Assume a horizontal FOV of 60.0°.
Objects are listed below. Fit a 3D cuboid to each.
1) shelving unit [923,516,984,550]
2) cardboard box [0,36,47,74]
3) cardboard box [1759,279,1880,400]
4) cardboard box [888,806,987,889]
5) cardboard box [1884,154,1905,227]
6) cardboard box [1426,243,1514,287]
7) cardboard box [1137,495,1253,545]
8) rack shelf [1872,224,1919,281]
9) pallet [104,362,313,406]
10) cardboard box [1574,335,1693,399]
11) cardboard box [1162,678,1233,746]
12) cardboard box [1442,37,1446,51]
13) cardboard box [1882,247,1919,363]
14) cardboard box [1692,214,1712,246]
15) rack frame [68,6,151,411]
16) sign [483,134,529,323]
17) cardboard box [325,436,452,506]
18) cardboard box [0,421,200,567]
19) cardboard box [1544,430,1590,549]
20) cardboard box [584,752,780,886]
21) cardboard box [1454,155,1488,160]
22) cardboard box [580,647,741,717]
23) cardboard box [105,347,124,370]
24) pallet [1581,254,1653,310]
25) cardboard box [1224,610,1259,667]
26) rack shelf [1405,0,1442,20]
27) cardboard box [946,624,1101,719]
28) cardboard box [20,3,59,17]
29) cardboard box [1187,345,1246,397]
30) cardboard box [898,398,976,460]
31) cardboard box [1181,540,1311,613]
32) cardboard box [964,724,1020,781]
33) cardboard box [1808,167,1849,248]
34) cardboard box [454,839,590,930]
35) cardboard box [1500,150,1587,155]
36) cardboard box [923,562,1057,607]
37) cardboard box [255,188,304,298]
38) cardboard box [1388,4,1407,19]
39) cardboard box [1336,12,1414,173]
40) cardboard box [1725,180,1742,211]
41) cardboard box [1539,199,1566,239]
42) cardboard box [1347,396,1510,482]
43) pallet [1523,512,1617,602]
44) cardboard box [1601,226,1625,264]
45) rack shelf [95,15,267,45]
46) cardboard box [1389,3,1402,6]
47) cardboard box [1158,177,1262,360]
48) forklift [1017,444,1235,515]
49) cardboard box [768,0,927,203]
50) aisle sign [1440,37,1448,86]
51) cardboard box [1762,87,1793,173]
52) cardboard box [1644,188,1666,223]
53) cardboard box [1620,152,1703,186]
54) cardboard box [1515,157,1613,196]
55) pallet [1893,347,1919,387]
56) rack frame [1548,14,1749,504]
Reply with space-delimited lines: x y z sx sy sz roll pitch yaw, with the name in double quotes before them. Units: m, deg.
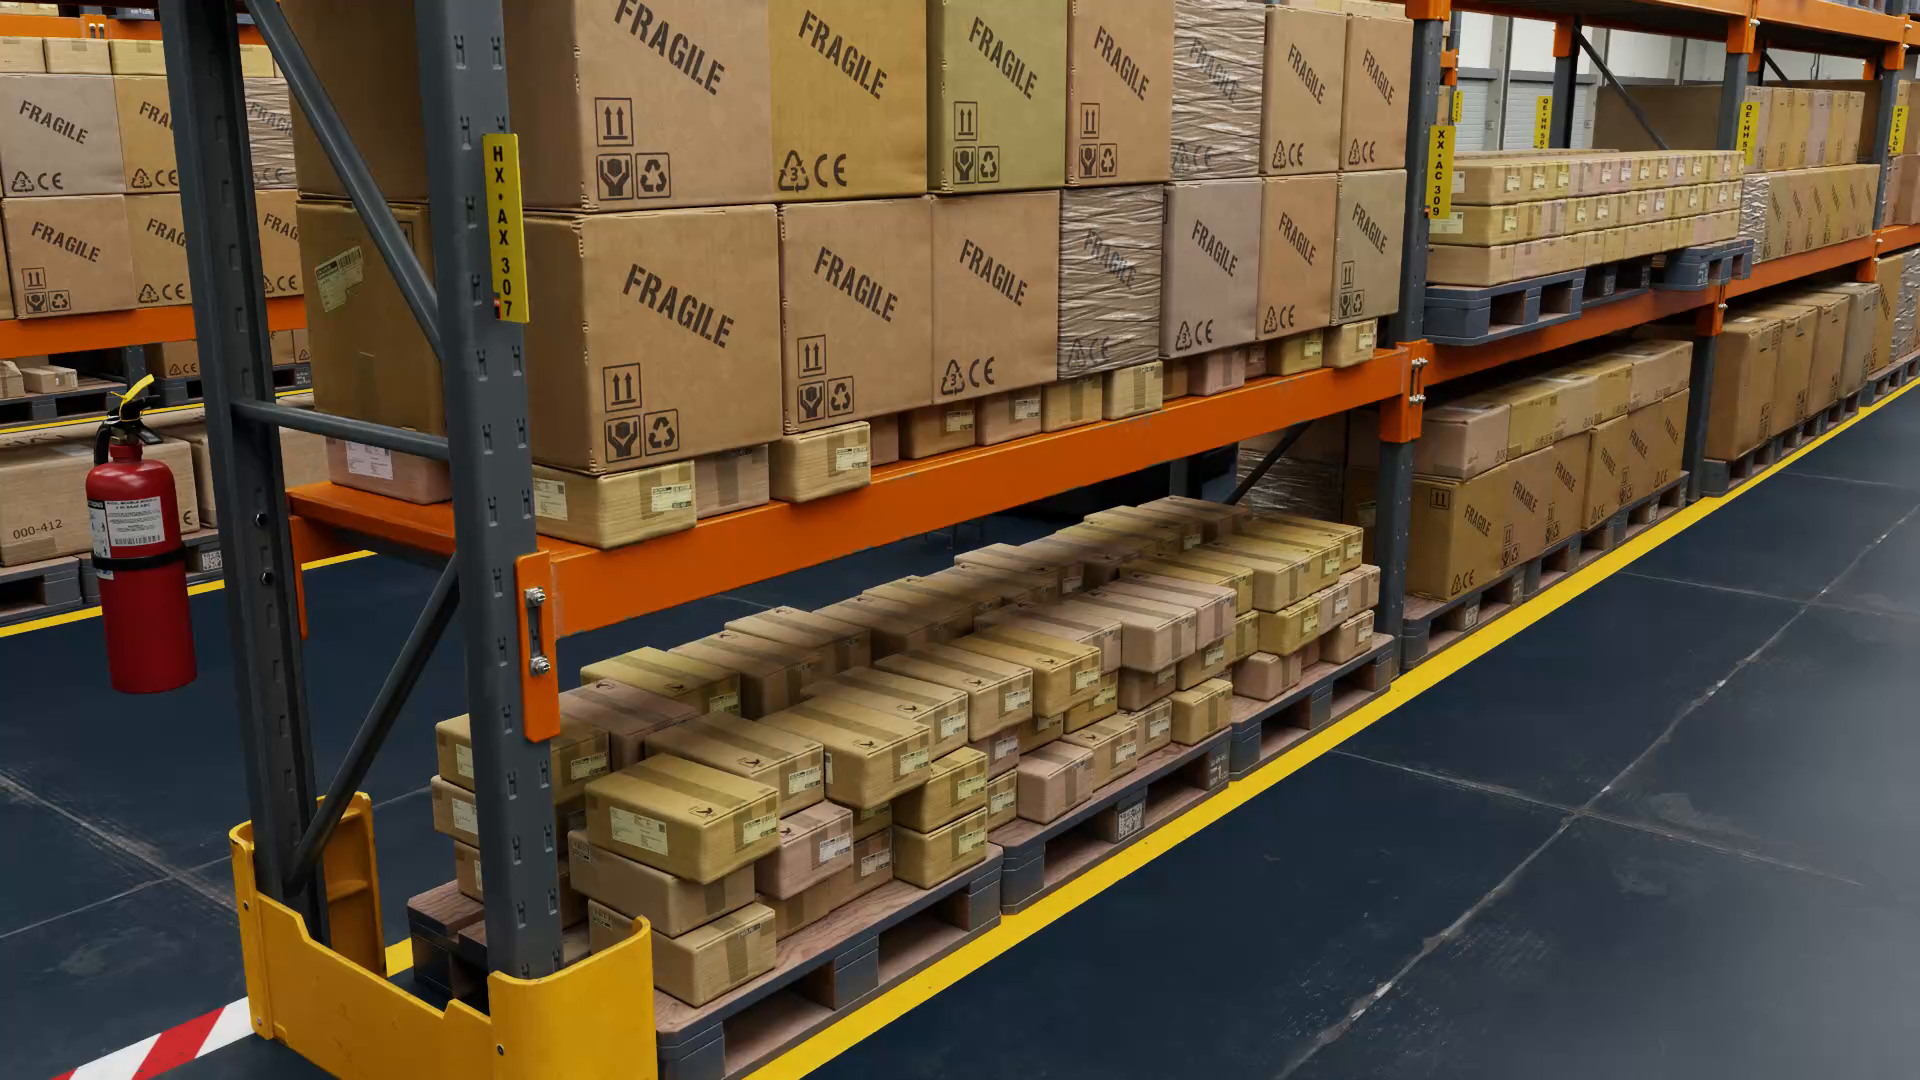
"shelving unit" -0.034 -0.499 8.453 0.215 1.050 0.252 11 18 38
"cardboard box" -4.063 -2.038 7.000 0.380 0.149 0.250 11 18 38
"cardboard box" 5.997 -1.492 12.120 1.050 0.750 0.750 11 18 37
"cardboard box" -0.149 0.771 4.435 0.380 0.149 0.250 12 18 38
"cardboard box" 6.868 -2.766 13.113 0.875 0.550 0.550 11 18 38
"cardboard box" 1.894 -1.066 6.382 0.380 0.149 0.250 10 17 35
"cardboard box" 0.911 -0.056 6.479 0.380 0.149 0.250 12 19 40
"rack shelf" 7.574 -2.546 14.013 1.077 0.370 4.000 11 18 38
"pallet" -6.006 -1.304 13.326 1.003 0.211 1.213 11 18 38
"cardboard box" 3.577 -0.929 8.890 0.500 0.250 0.500 11 18 36
"cardboard box" 0.657 0.525 5.402 0.380 0.149 0.250 11 18 37
"cardboard box" 4.911 -5.245 17.594 0.380 0.149 0.250 11 18 38
"cardboard box" 7.330 -1.968 13.740 0.875 0.875 0.875 11 18 38
"cardboard box" 3.532 -1.565 8.349 0.380 0.149 0.250 12 18 38
"rack frame" -6.488 -2.494 12.346 1.000 3.000 0.127 11 18 38
"sign" -0.803 -0.549 2.934 0.100 0.325 0.005 11 18 38
"cardboard box" -1.240 -0.198 3.820 0.380 0.149 0.250 11 18 38
"cardboard box" -4.233 -0.240 7.827 0.875 0.438 0.875 12 18 39
"cardboard box" 2.609 -0.276 7.841 0.500 0.500 0.500 12 18 38
"cardboard box" -0.632 0.629 3.785 0.380 0.149 0.250 10 17 35
"cardboard box" 2.209 -1.706 7.696 0.380 0.149 0.250 10 18 35
"cardboard box" -0.823 0.427 4.577 0.380 0.149 0.250 11 18 36
"cardboard box" -6.409 -1.625 13.153 0.500 0.500 0.500 11 18 37
"pallet" 2.591 -1.267 7.908 1.003 0.211 1.213 11 18 38
"cardboard box" 0.789 0.305 5.664 0.380 0.149 0.250 11 18 38
"rack shelf" 0.032 -1.702 4.598 1.077 0.370 4.000 11 18 38
"cardboard box" 0.180 0.374 4.789 0.380 0.149 0.250 12 18 38
"cardboard box" -6.484 -3.711 11.557 0.380 0.149 0.250 11 18 37
"cardboard box" 0.671 -0.556 5.231 0.380 0.149 0.250 10 18 35
"cardboard box" -0.182 -0.320 4.302 0.380 0.149 0.250 11 18 37
"cardboard box" 0.987 0.123 5.777 0.380 0.149 0.250 11 18 37
"cardboard box" -0.057 0.558 4.668 0.380 0.149 0.250 10 17 35
"cardboard box" 5.562 -2.225 11.087 0.500 0.500 0.500 11 18 38
"cardboard box" -1.057 0.832 4.194 0.380 0.149 0.250 12 18 38
"cardboard box" 3.037 -1.959 8.691 0.380 0.149 0.250 11 18 37
"cardboard box" 0.095 0.198 5.478 0.380 0.149 0.250 10 18 35
"cardboard box" -3.341 -1.448 8.029 0.500 0.500 0.500 11 18 37
"cardboard box" 4.166 -5.214 16.662 0.500 0.250 0.500 12 18 39
"cardboard box" 1.204 -1.525 5.695 0.500 0.500 0.500 10 18 36
"cardboard box" 3.846 -1.806 8.695 0.380 0.149 0.250 12 18 39
"cardboard box" 2.217 -1.309 6.737 0.380 0.149 0.250 12 18 39
"cardboard box" 1.959 -0.436 6.946 0.500 0.250 0.500 10 18 35
"pallet" 2.543 -0.012 8.241 1.003 0.211 1.213 11 18 38
"cardboard box" 2.711 -1.316 7.370 0.380 0.149 0.250 11 18 37
"rack shelf" -5.231 -3.982 13.573 1.077 0.370 4.000 11 18 38
"cardboard box" 4.237 -5.451 16.786 0.380 0.149 0.250 11 18 38
"cardboard box" 0.564 -0.841 5.036 0.500 0.500 0.500 11 18 37
"forklift" 1.053 -1.858 9.983 1.130 2.935 3.031 8 16 30
"cardboard box" -0.424 -1.033 3.760 0.500 0.500 0.500 12 19 39
"aisle sign" 5.182 -5.251 17.922 0.394 0.787 0.004 11 18 38
"cardboard box" 4.730 -2.559 10.369 0.700 0.500 0.500 11 18 37
"cardboard box" 3.037 -1.559 7.721 0.380 0.149 0.250 12 18 39
"cardboard box" 3.362 -1.801 8.070 0.380 0.149 0.250 12 19 39
"cardboard box" 2.547 -1.553 7.095 0.380 0.149 0.250 11 18 37
"pallet" 7.622 -1.528 14.210 1.003 0.211 1.213 11 18 38
"rack frame" 3.803 -1.745 9.402 1.000 3.000 0.127 11 18 38
